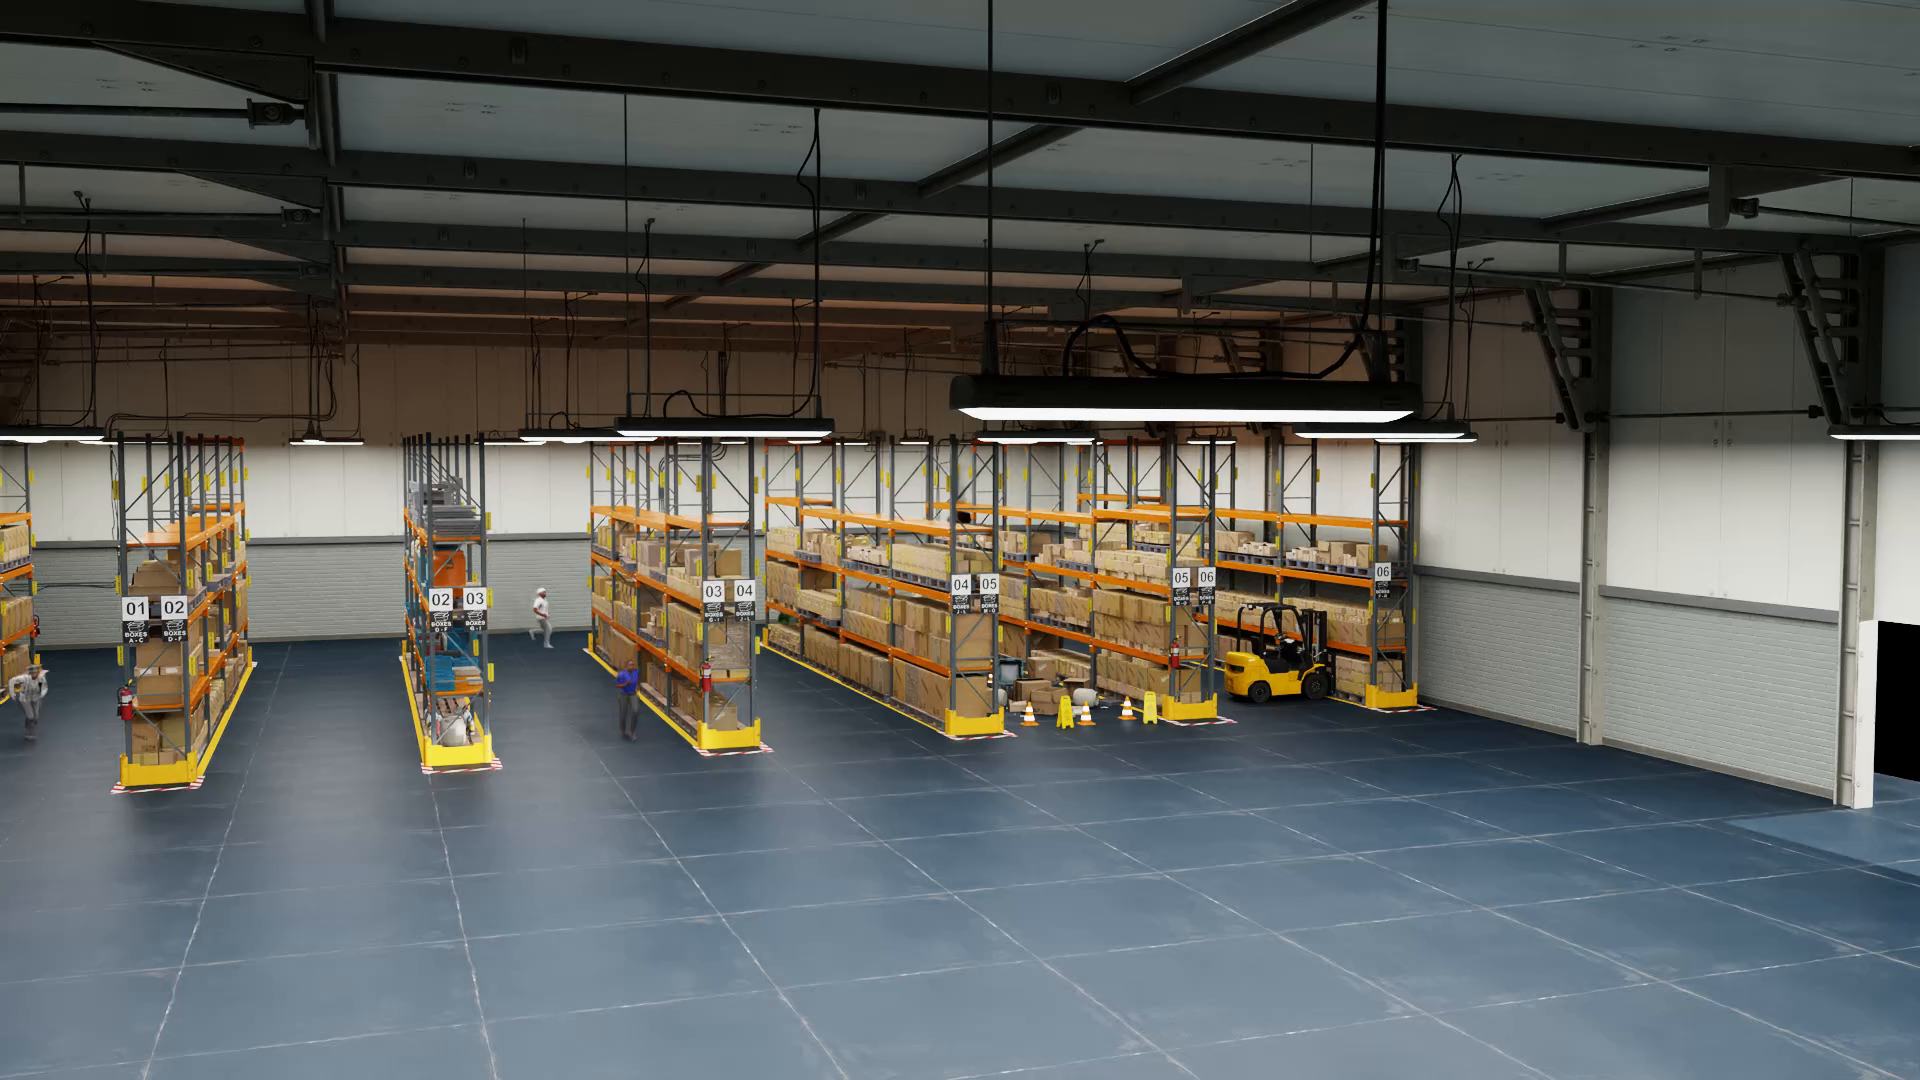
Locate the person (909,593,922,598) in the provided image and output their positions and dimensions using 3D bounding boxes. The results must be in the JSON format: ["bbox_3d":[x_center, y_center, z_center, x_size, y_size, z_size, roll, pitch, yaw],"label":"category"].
[{"bbox_3d":[-1.313,2.077,50.971,0.734,1.731,0.572,-1,3,-25],"label":"person"}]

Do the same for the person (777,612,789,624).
[{"bbox_3d":[-5.218,2.063,49.410,1.006,1.758,0.673,0,3,-7],"label":"person"}]

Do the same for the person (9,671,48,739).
[{"bbox_3d":[-18.159,3.191,32.438,0.801,1.470,0.645,3,4,44],"label":"person"}]

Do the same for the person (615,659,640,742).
[{"bbox_3d":[-6.486,3.110,32.499,0.566,1.624,0.894,-1,3,-24],"label":"person"}]

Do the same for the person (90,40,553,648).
[{"bbox_3d":[-9.540,-0.374,28.936,8.445,9.013,38.056,0,3,-2],"label":"person"}]
